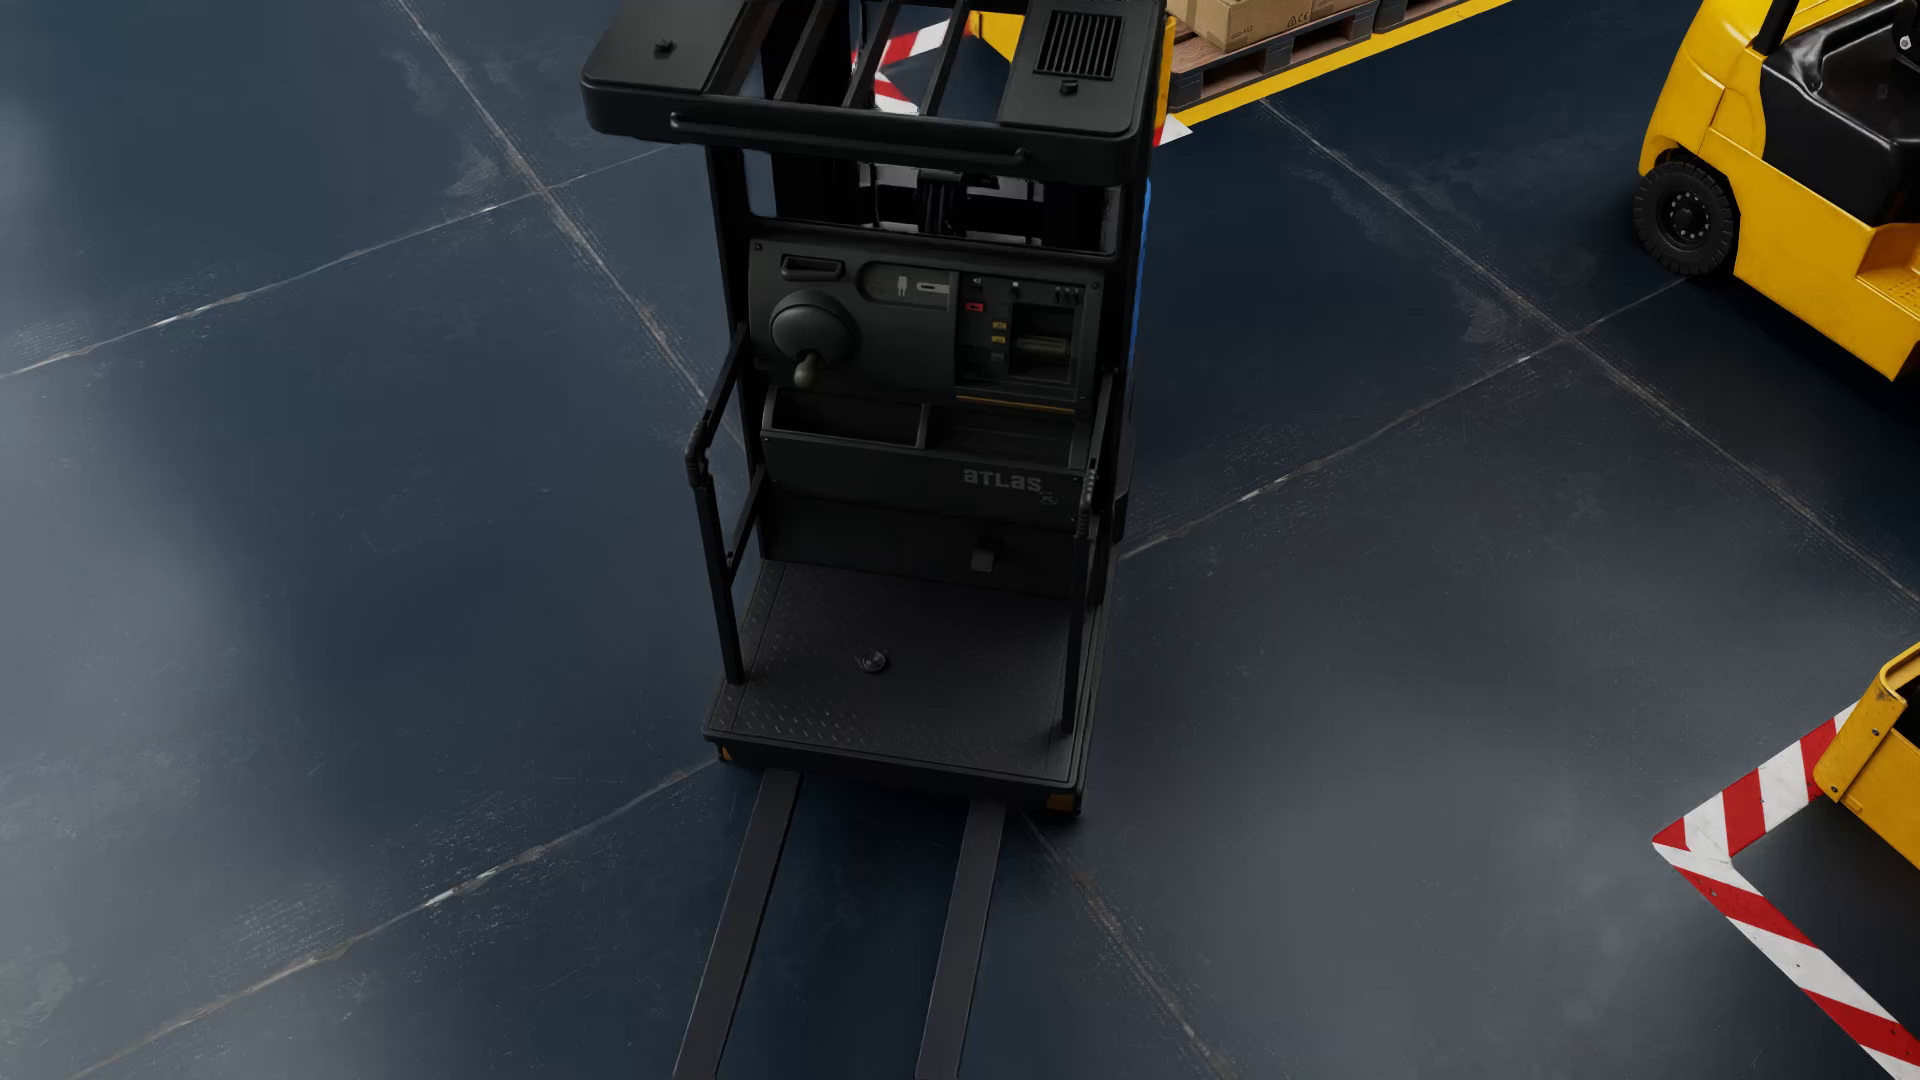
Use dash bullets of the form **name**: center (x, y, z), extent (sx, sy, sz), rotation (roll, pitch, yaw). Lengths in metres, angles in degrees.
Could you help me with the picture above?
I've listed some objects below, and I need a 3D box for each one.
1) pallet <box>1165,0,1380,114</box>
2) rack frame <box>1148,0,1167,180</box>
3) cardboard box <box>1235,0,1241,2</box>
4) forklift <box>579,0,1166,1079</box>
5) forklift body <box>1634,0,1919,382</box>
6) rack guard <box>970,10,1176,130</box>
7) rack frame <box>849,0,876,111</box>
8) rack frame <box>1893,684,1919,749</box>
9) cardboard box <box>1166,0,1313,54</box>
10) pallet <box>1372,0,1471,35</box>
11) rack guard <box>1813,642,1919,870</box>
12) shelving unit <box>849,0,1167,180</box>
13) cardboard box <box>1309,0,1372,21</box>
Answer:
- **pallet**: center (1.188, -2.526, 7.858), extent (1.213, 0.211, 1.003), rotation (-25, 53, -21)
- **rack frame**: center (0.653, -1.285, 5.882), extent (0.032, 1.500, 0.500), rotation (5, 47, 5)
- **cardboard box**: center (1.267, -2.753, 7.251), extent (0.500, 0.500, 0.500), rotation (-27, 54, -22)
- **forklift**: center (-0.130, -0.460, 4.197), extent (1.130, 2.935, 3.031), rotation (8, 49, 7)
- **forklift body**: center (3.700, -1.614, 5.747), extent (1.214, 2.155, 2.313), rotation (-25, 53, -21)
- **rack guard**: center (0.482, -2.321, 7.482), extent (0.348, 0.500, 1.175), rotation (-25, 53, -21)
- **rack frame**: center (-0.355, -1.381, 5.968), extent (0.032, 1.500, 0.500), rotation (5, 47, 5)
- **rack frame**: center (3.070, 0.012, 3.731), extent (0.127, 3.000, 1.000), rotation (-25, 53, -21)
- **cardboard box**: center (1.248, -2.494, 7.522), extent (0.500, 0.250, 0.500), rotation (-26, 53, -21)
- **pallet**: center (2.219, -3.009, 8.289), extent (1.213, 0.211, 1.003), rotation (-25, 53, -21)
- **rack guard**: center (3.049, 0.853, 4.656), extent (0.348, 0.500, 1.175), rotation (-25, 53, -21)
- **shelving unit**: center (0.149, -1.333, 5.925), extent (1.048, 1.500, 0.538), rotation (5, 47, 5)
- **cardboard box**: center (1.683, -2.692, 7.699), extent (0.500, 0.250, 0.500), rotation (-23, 52, -20)
